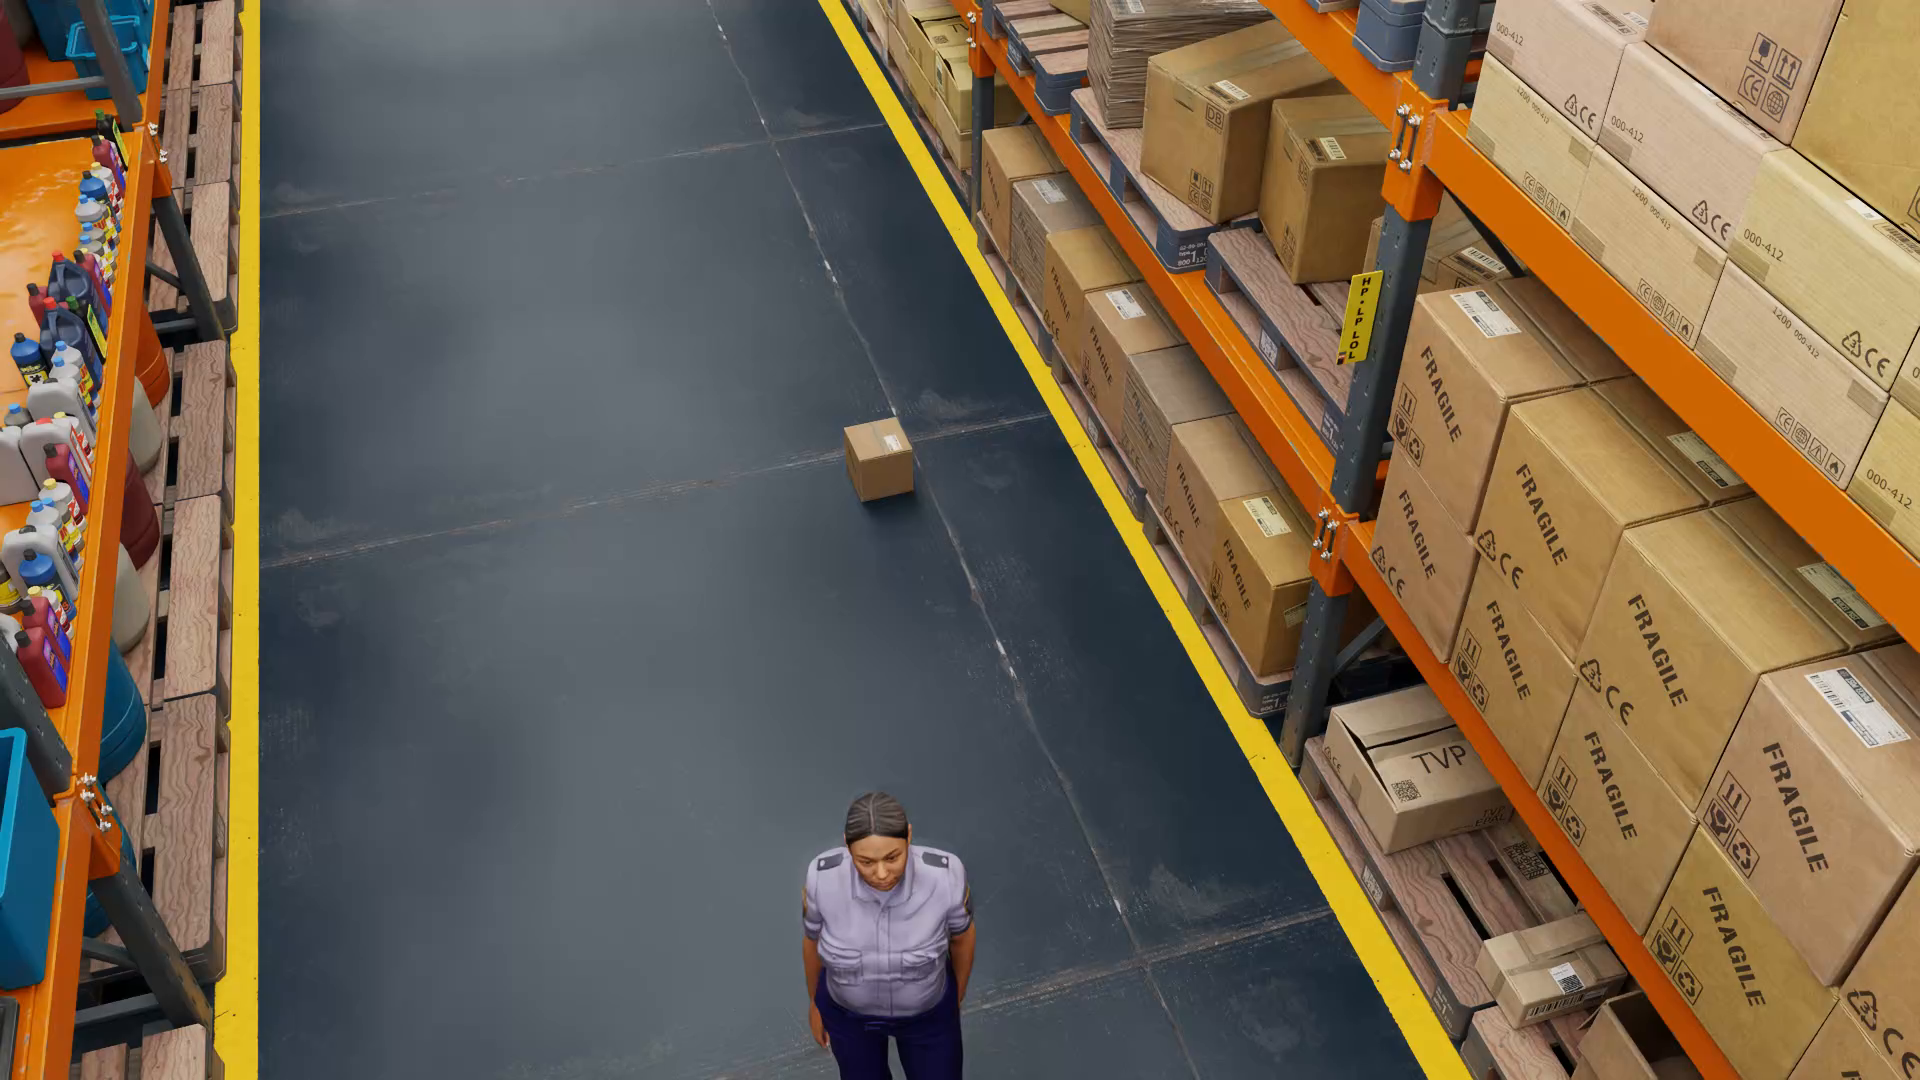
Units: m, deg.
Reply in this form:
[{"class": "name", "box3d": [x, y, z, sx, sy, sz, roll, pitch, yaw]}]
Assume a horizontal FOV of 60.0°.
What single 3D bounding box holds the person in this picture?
[{"class": "person", "box3d": [-0.197, 1.291, 4.729, 0.477, 1.636, 0.486, 2, 43, 2]}]
